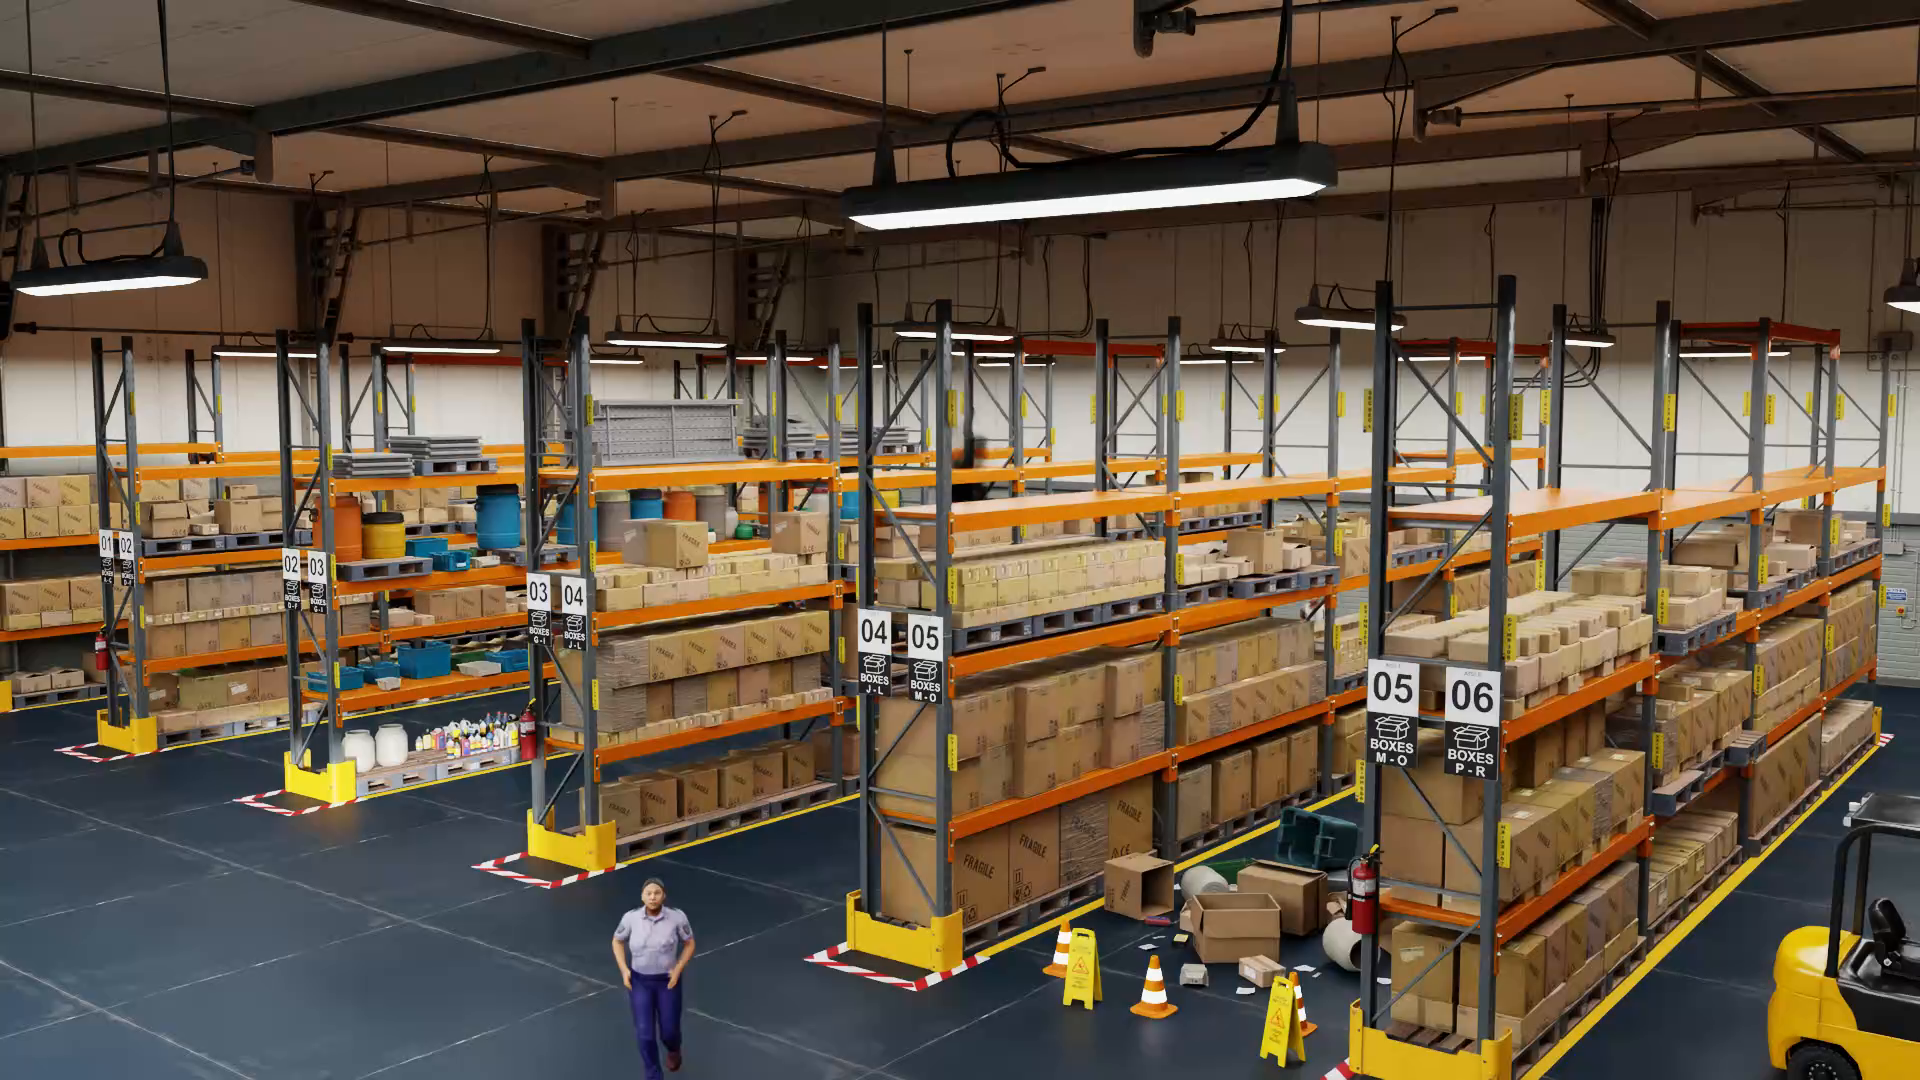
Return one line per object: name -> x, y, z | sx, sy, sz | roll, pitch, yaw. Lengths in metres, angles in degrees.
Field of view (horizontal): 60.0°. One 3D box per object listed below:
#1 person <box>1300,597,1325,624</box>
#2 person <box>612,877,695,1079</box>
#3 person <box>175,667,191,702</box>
person -> 6.291, 1.735, 29.372 | 0.646, 1.770, 0.673 | 2, 5, 18
person -> -2.271, 3.294, 12.338 | 0.614, 1.628, 0.631 | -1, 5, -7
person -> -12.656, 1.899, 27.142 | 0.662, 1.844, 0.837 | 2, 5, 23
